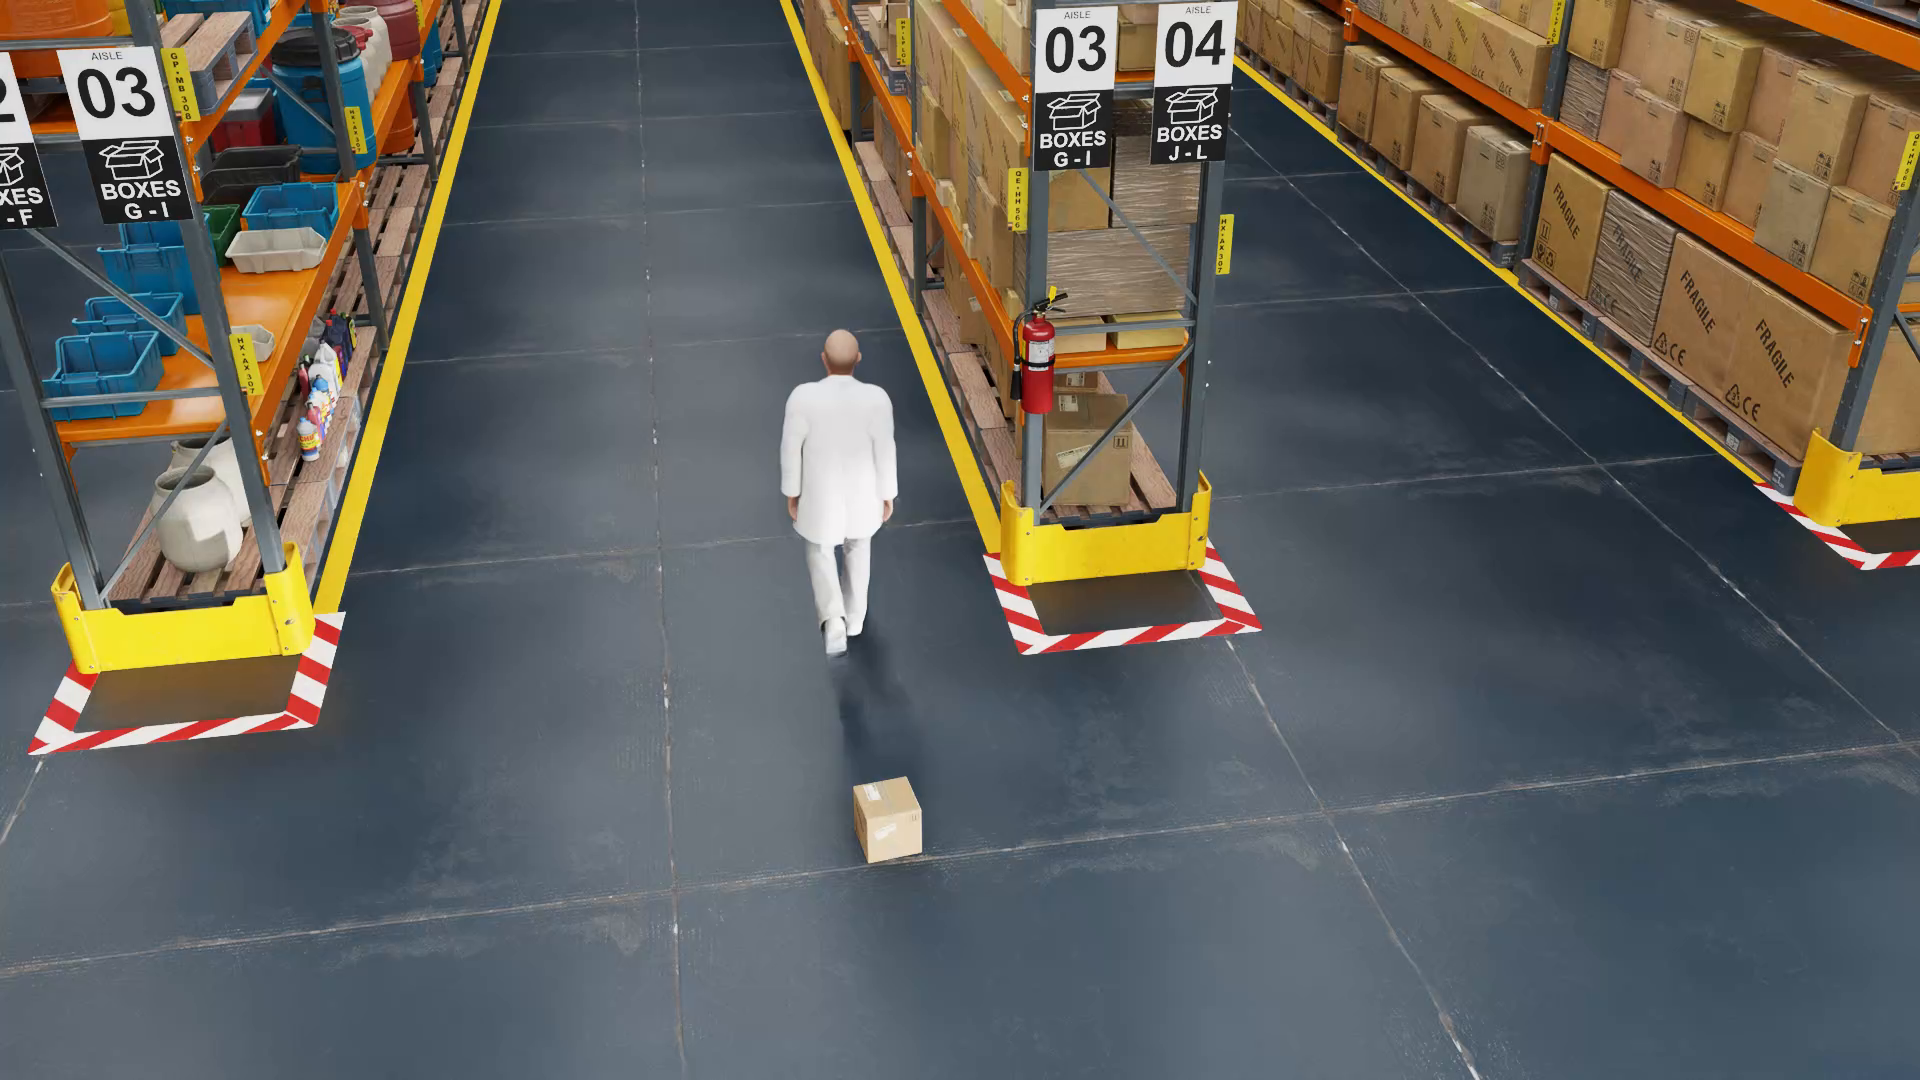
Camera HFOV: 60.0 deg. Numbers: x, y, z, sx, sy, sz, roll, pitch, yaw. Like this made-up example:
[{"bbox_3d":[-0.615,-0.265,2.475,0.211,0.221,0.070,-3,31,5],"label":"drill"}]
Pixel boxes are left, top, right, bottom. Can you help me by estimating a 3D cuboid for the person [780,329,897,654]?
[{"bbox_3d":[-0.612,-0.218,8.492,0.589,1.756,0.812,-3,30,-6],"label":"person"}]
